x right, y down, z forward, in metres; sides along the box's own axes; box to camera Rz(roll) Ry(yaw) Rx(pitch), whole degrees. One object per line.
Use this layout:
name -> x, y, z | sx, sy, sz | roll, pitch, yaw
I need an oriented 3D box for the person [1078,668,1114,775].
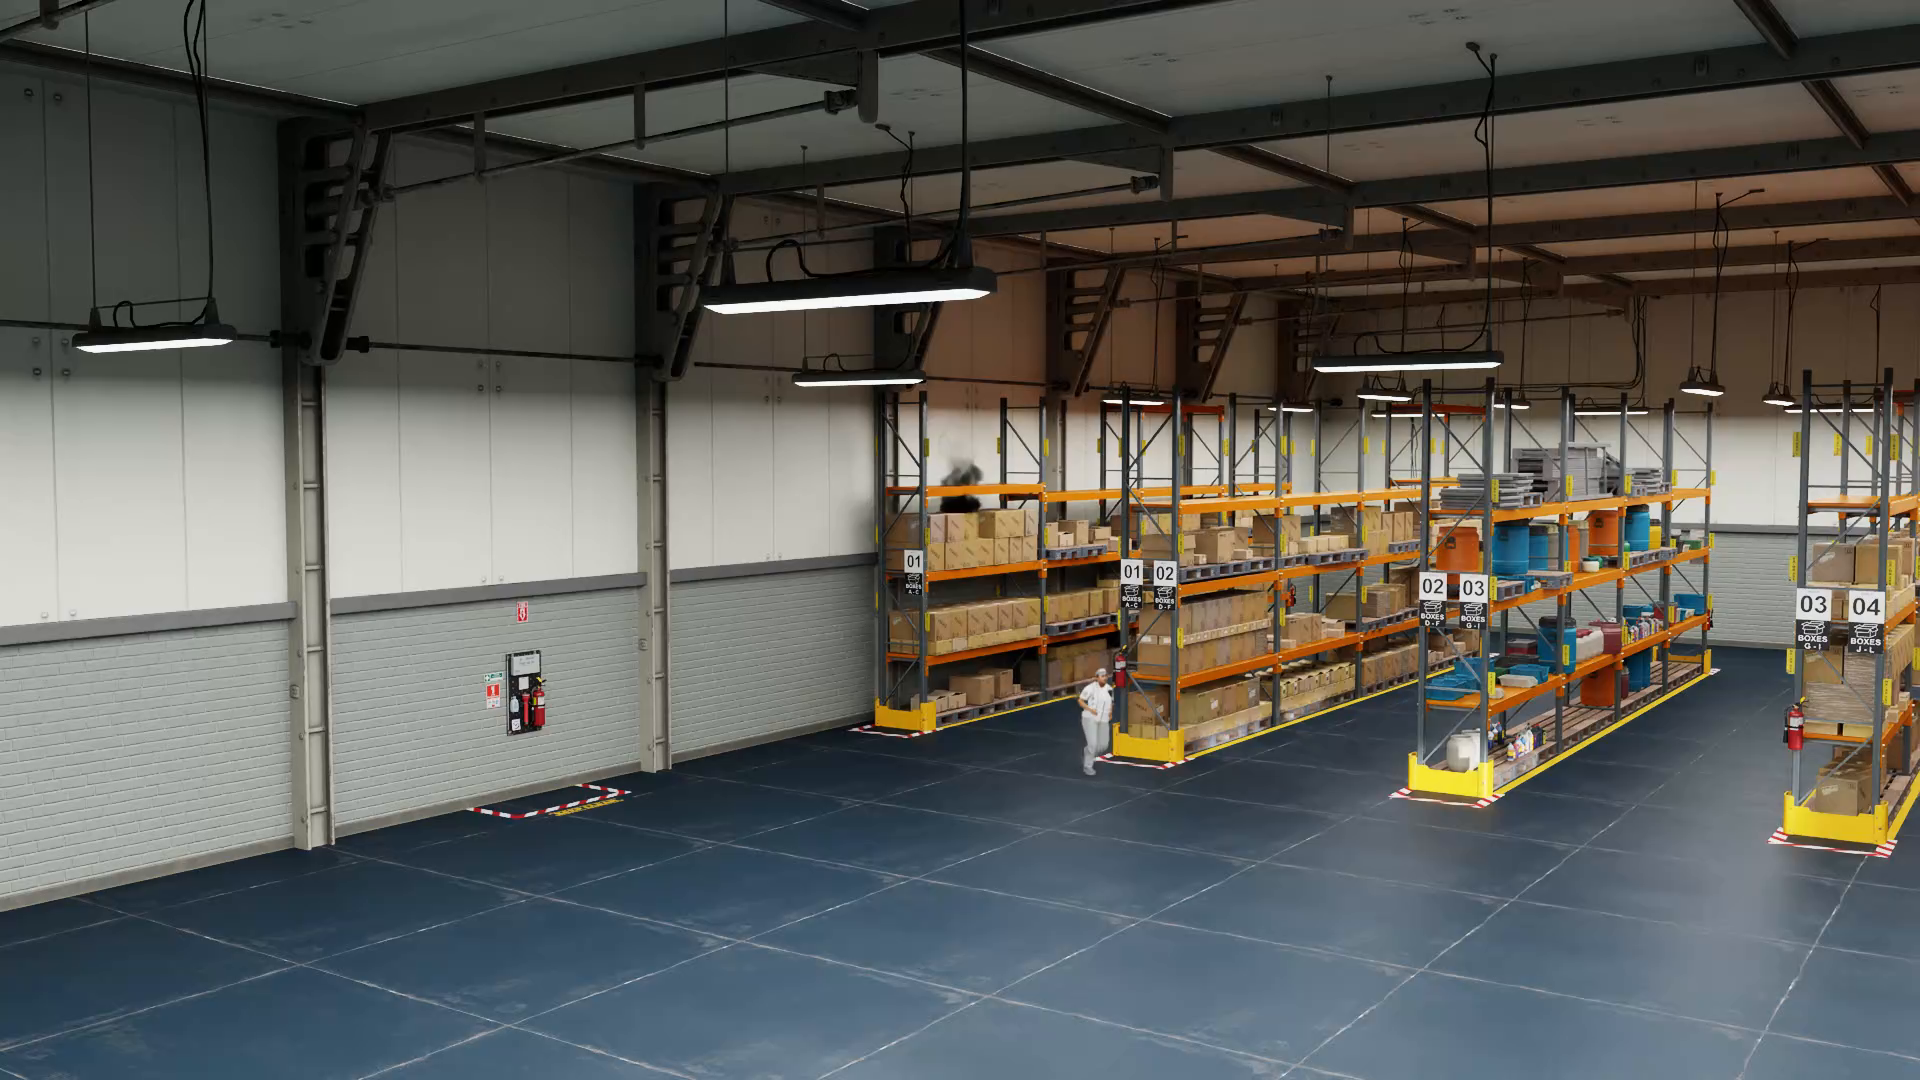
person -> 2.126, 2.783, 25.672 | 0.635, 1.613, 0.579 | -1, 3, -23
